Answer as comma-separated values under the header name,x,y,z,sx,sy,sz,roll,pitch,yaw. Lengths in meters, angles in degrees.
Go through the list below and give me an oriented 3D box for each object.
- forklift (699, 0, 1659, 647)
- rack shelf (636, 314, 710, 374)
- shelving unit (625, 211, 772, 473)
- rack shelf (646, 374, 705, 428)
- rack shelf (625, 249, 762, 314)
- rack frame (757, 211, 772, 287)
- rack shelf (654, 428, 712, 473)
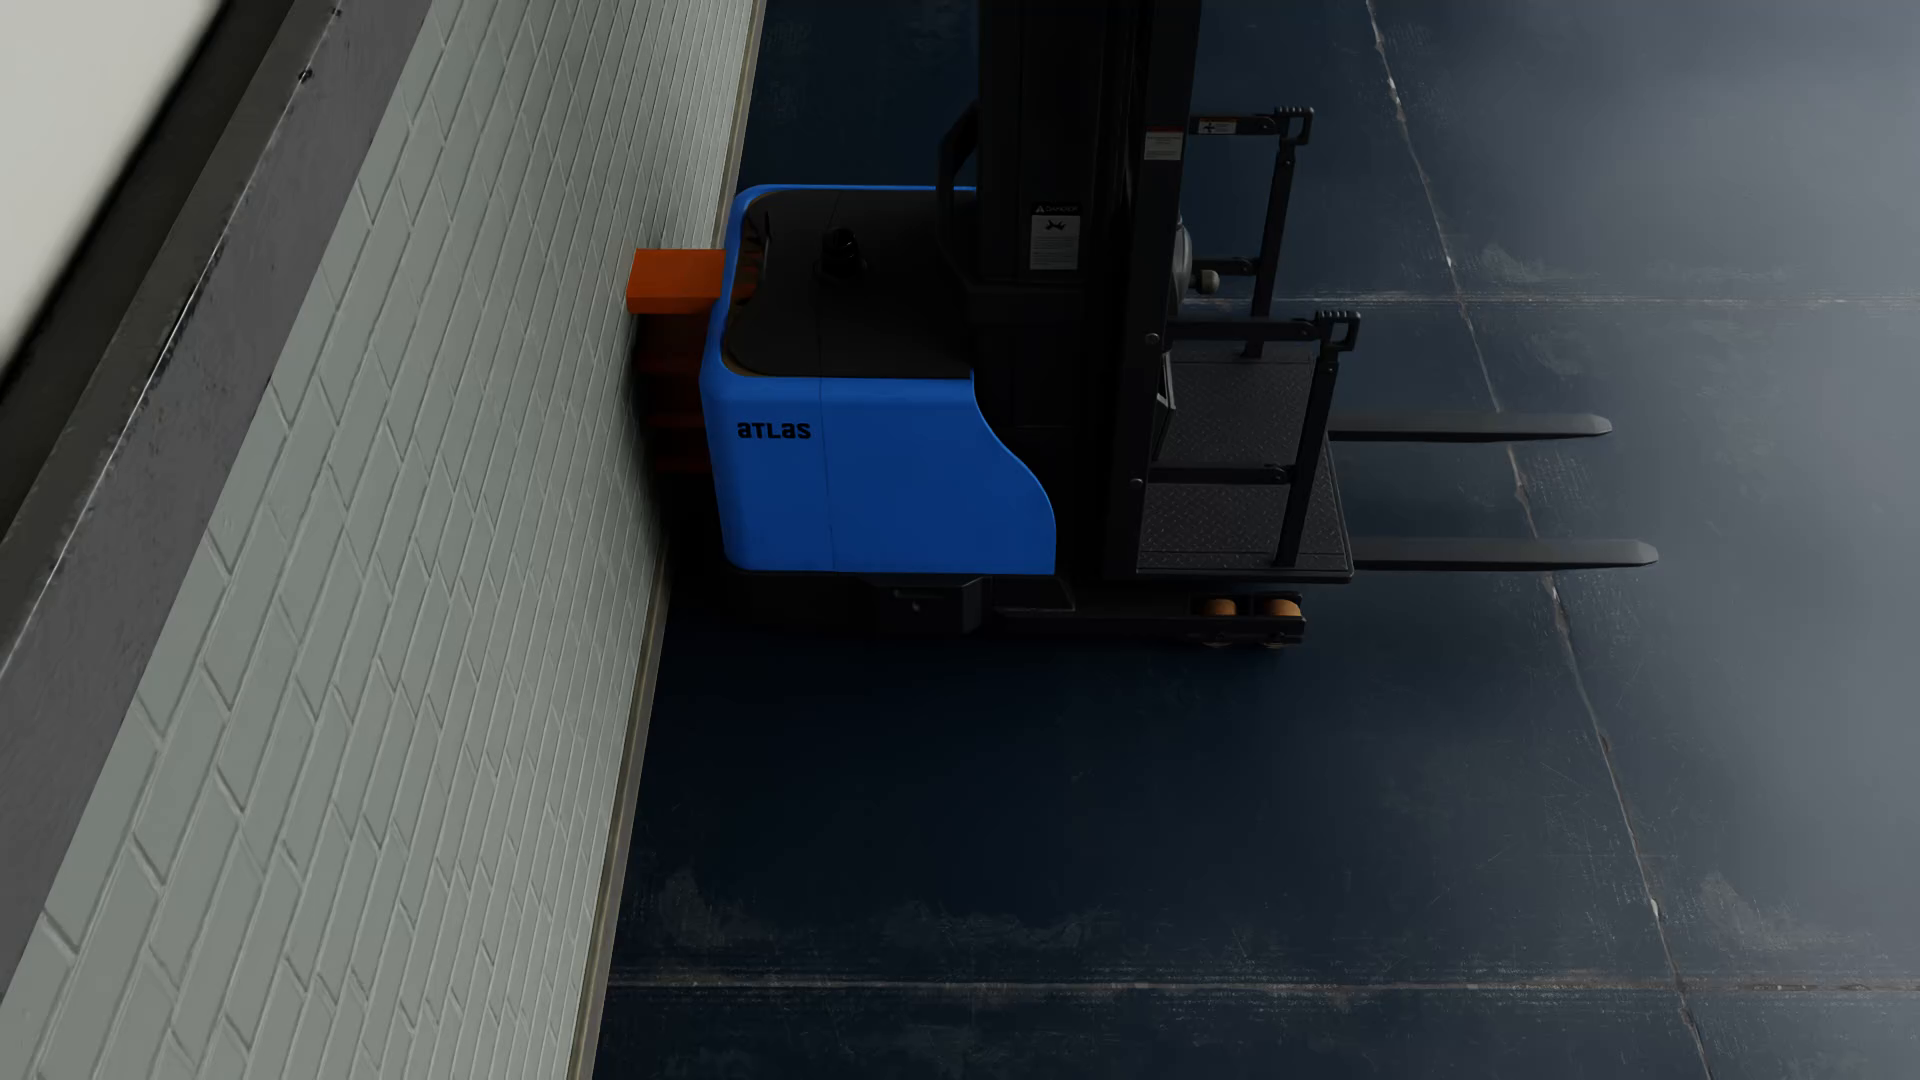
name,x,y,z,sx,sy,sz,roll,pitch,yaw
forklift,0.758,-1.045,4.720,3.031,2.935,1.130,1,47,1
rack shelf,-0.831,-0.602,5.263,0.480,0.148,0.258,0,46,0
shelving unit,-0.831,-0.493,5.376,0.503,1.200,0.258,0,46,0
rack shelf,-0.831,-0.446,5.424,0.480,0.148,0.258,0,46,0
rack shelf,-0.830,-0.767,5.093,0.480,0.148,0.258,0,46,0
rack frame,-0.587,-0.492,5.376,0.015,1.200,0.240,0,46,0
rack shelf,-0.832,-0.308,5.566,0.480,0.148,0.258,0,46,0
